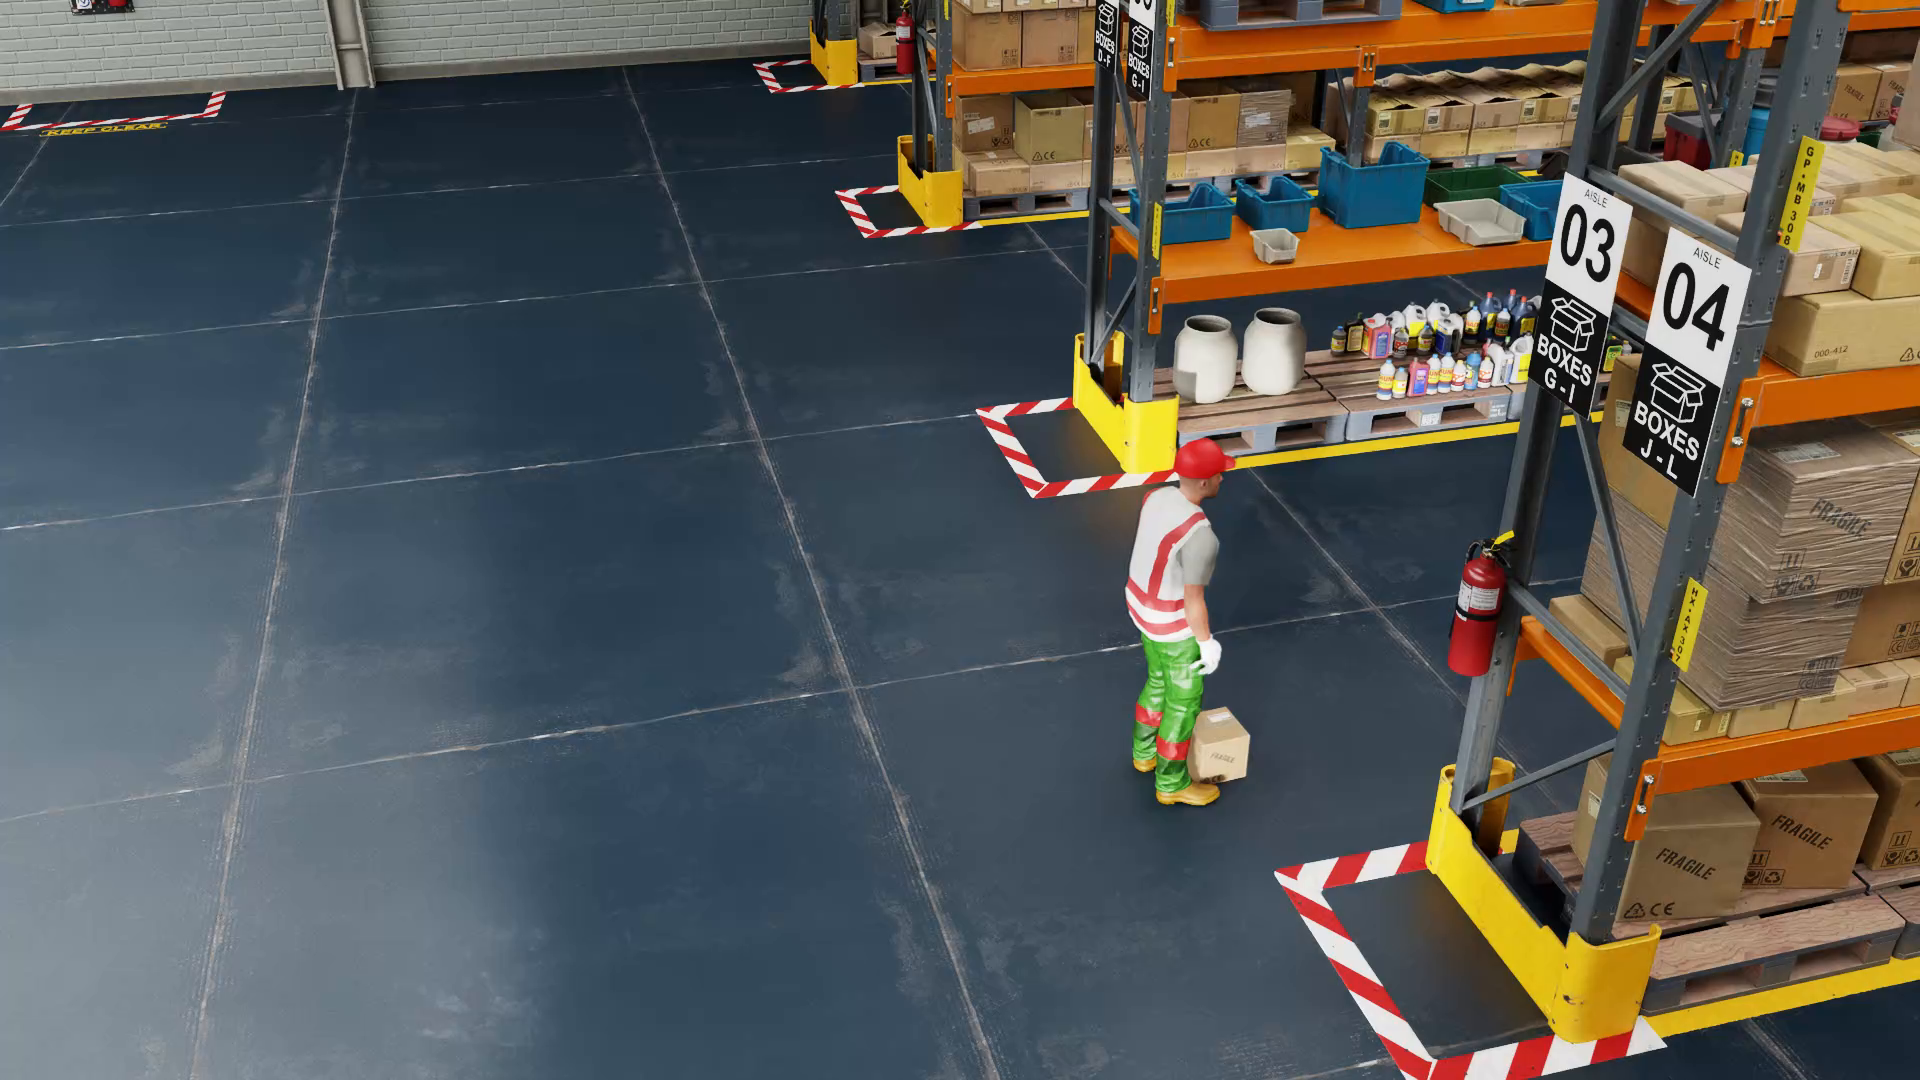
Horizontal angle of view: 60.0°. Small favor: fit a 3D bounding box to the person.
[{"bbox_3d":[0.998,0.359,7.603,0.449,1.780,0.623,-9,31,-15],"label":"person"}]
